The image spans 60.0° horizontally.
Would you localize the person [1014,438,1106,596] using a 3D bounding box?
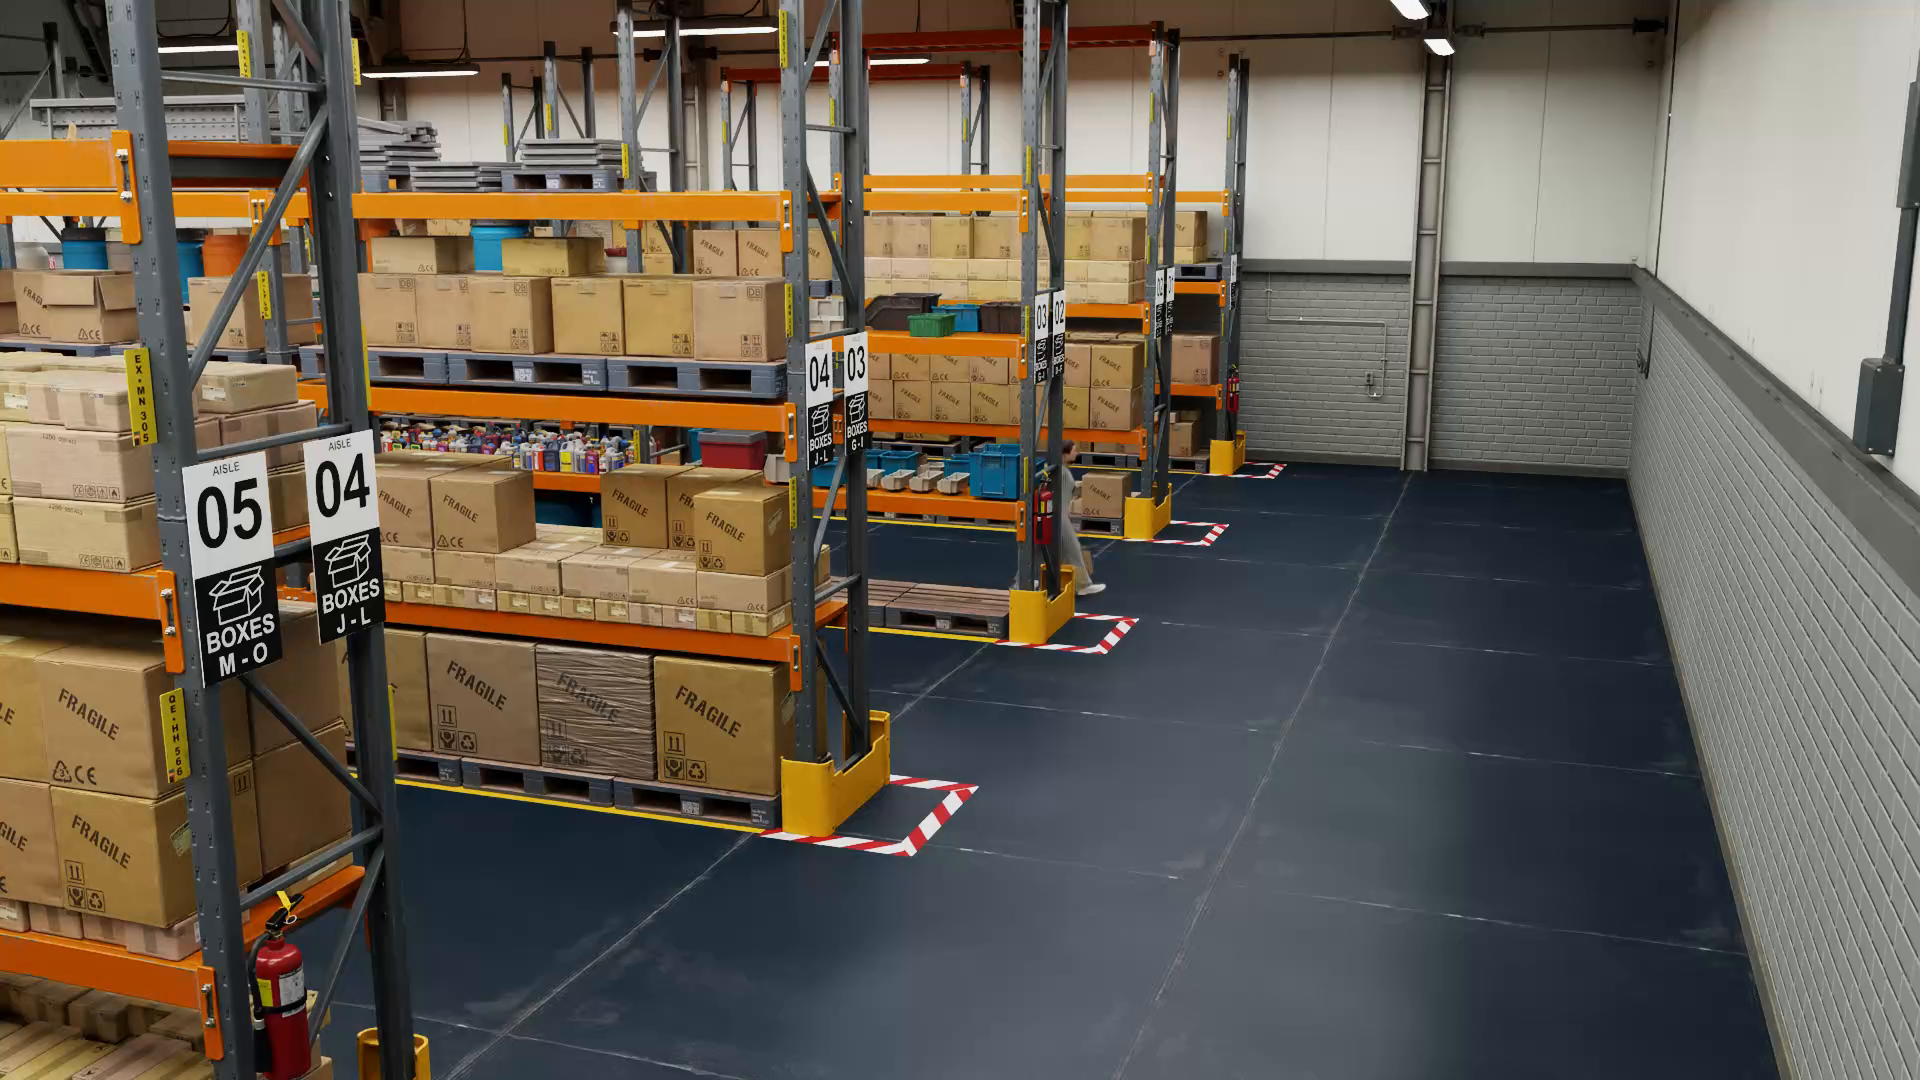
[{"bbox_3d":[1.041,-0.252,17.235,0.942,1.622,0.483,0,12,1],"label":"person"}]
